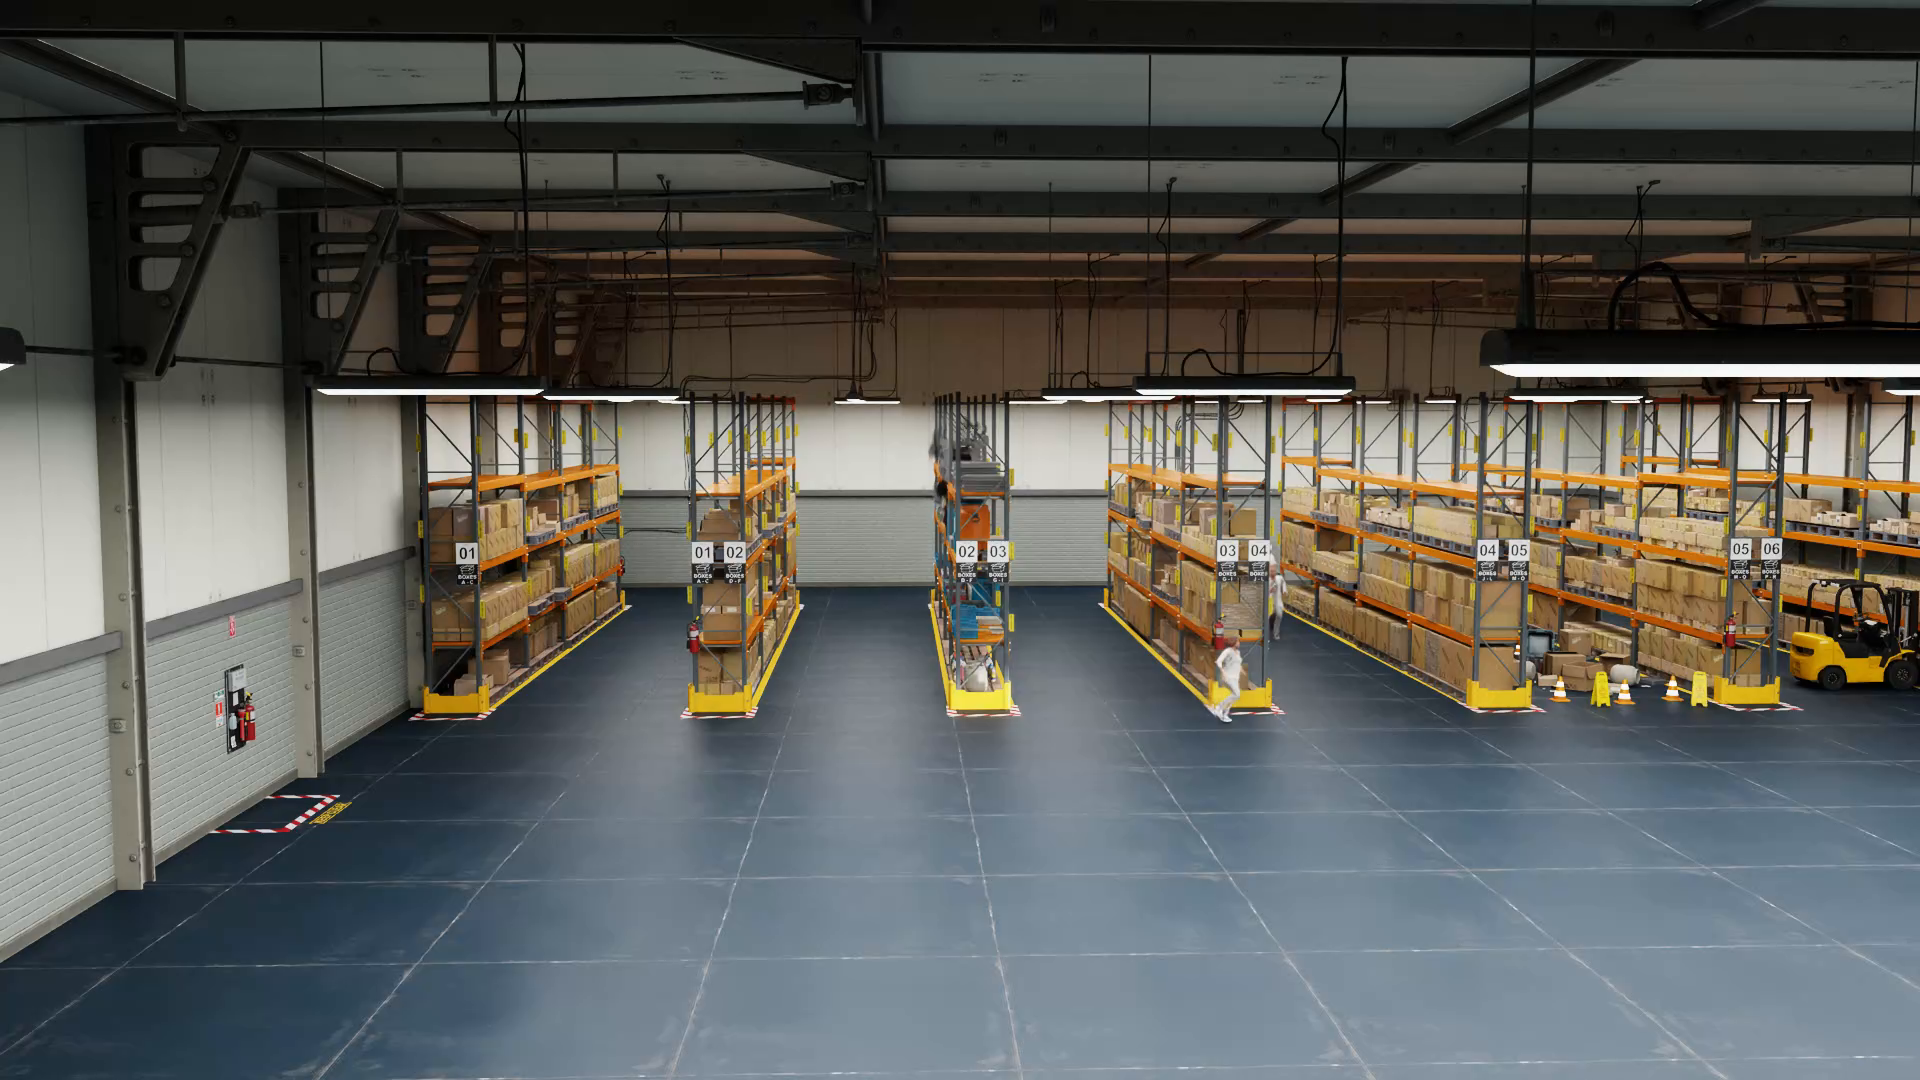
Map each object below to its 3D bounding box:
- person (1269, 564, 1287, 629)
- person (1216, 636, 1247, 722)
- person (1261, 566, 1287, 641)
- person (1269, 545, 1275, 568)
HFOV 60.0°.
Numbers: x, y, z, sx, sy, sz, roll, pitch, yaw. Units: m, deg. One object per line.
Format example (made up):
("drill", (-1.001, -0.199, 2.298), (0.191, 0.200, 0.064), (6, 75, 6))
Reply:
("person", (8.088, 1.452, 42.864), (0.707, 1.678, 0.609), (0, 5, 0))
("person", (4.980, 2.525, 30.297), (0.505, 1.547, 0.539), (3, 6, 36))
("person", (7.714, 1.538, 41.058), (0.704, 1.796, 0.978), (0, 5, -3))
("person", (9.068, 0.961, 49.014), (0.588, 1.680, 0.801), (-1, 5, -14))
